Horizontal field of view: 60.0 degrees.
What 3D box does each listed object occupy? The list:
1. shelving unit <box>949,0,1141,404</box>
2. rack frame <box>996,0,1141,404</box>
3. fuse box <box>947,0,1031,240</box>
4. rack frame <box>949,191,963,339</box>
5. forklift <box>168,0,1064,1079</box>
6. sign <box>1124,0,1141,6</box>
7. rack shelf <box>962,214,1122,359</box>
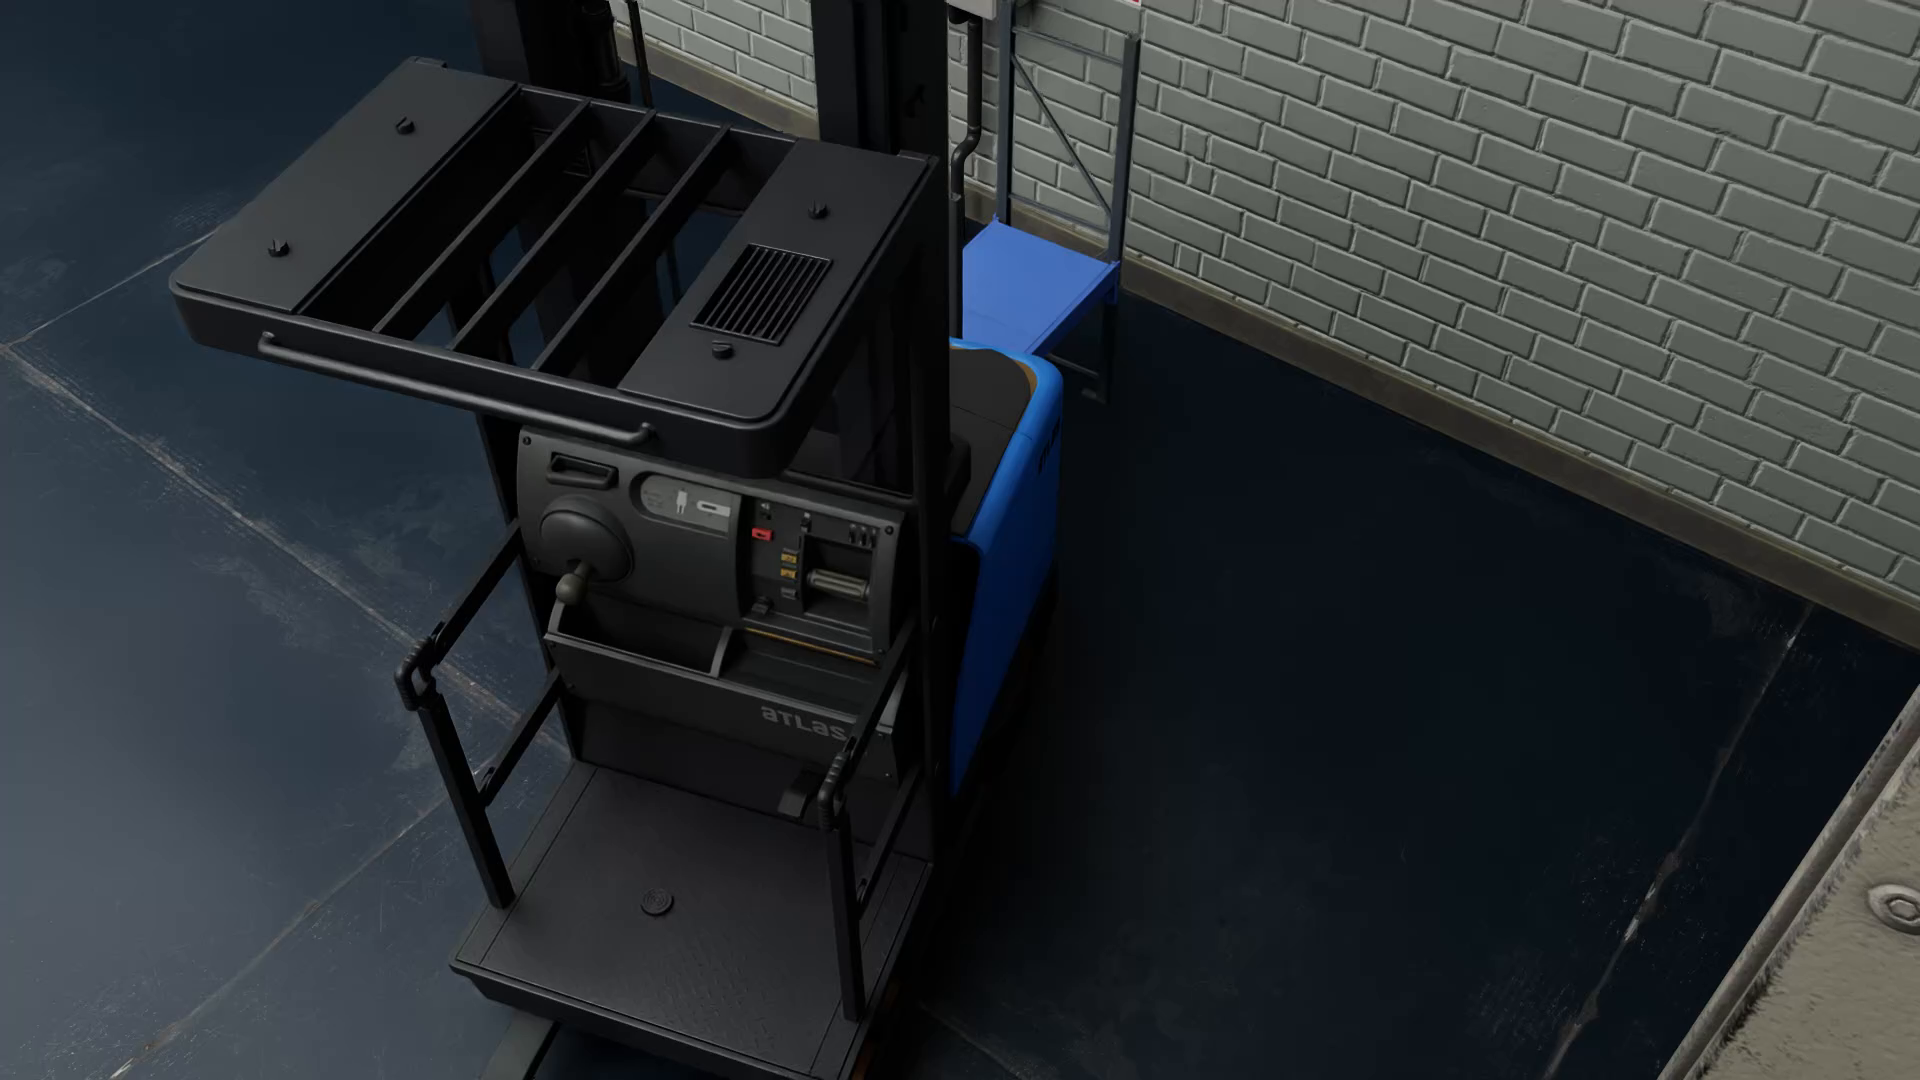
[{"bbox_3d":[0.069,-0.826,5.502,0.538,1.500,1.048,25,51,22],"label":"shelving unit"},{"bbox_3d":[0.347,-1.134,5.796,0.500,1.500,0.032,25,51,22],"label":"rack frame"},{"bbox_3d":[-0.007,-1.819,6.304,0.539,1.711,0.414,29,53,25],"label":"fuse box"},{"bbox_3d":[-0.210,-0.519,5.208,0.500,1.500,0.032,25,51,22],"label":"rack frame"},{"bbox_3d":[-0.644,0.111,3.617,1.130,2.935,3.031,14,48,13],"label":"forklift"},{"bbox_3d":[0.510,-2.131,5.777,0.329,0.494,0.001,29,53,25],"label":"sign"},{"bbox_3d":[0.069,-0.702,5.632,0.538,0.185,1.000,25,51,22],"label":"rack shelf"}]
